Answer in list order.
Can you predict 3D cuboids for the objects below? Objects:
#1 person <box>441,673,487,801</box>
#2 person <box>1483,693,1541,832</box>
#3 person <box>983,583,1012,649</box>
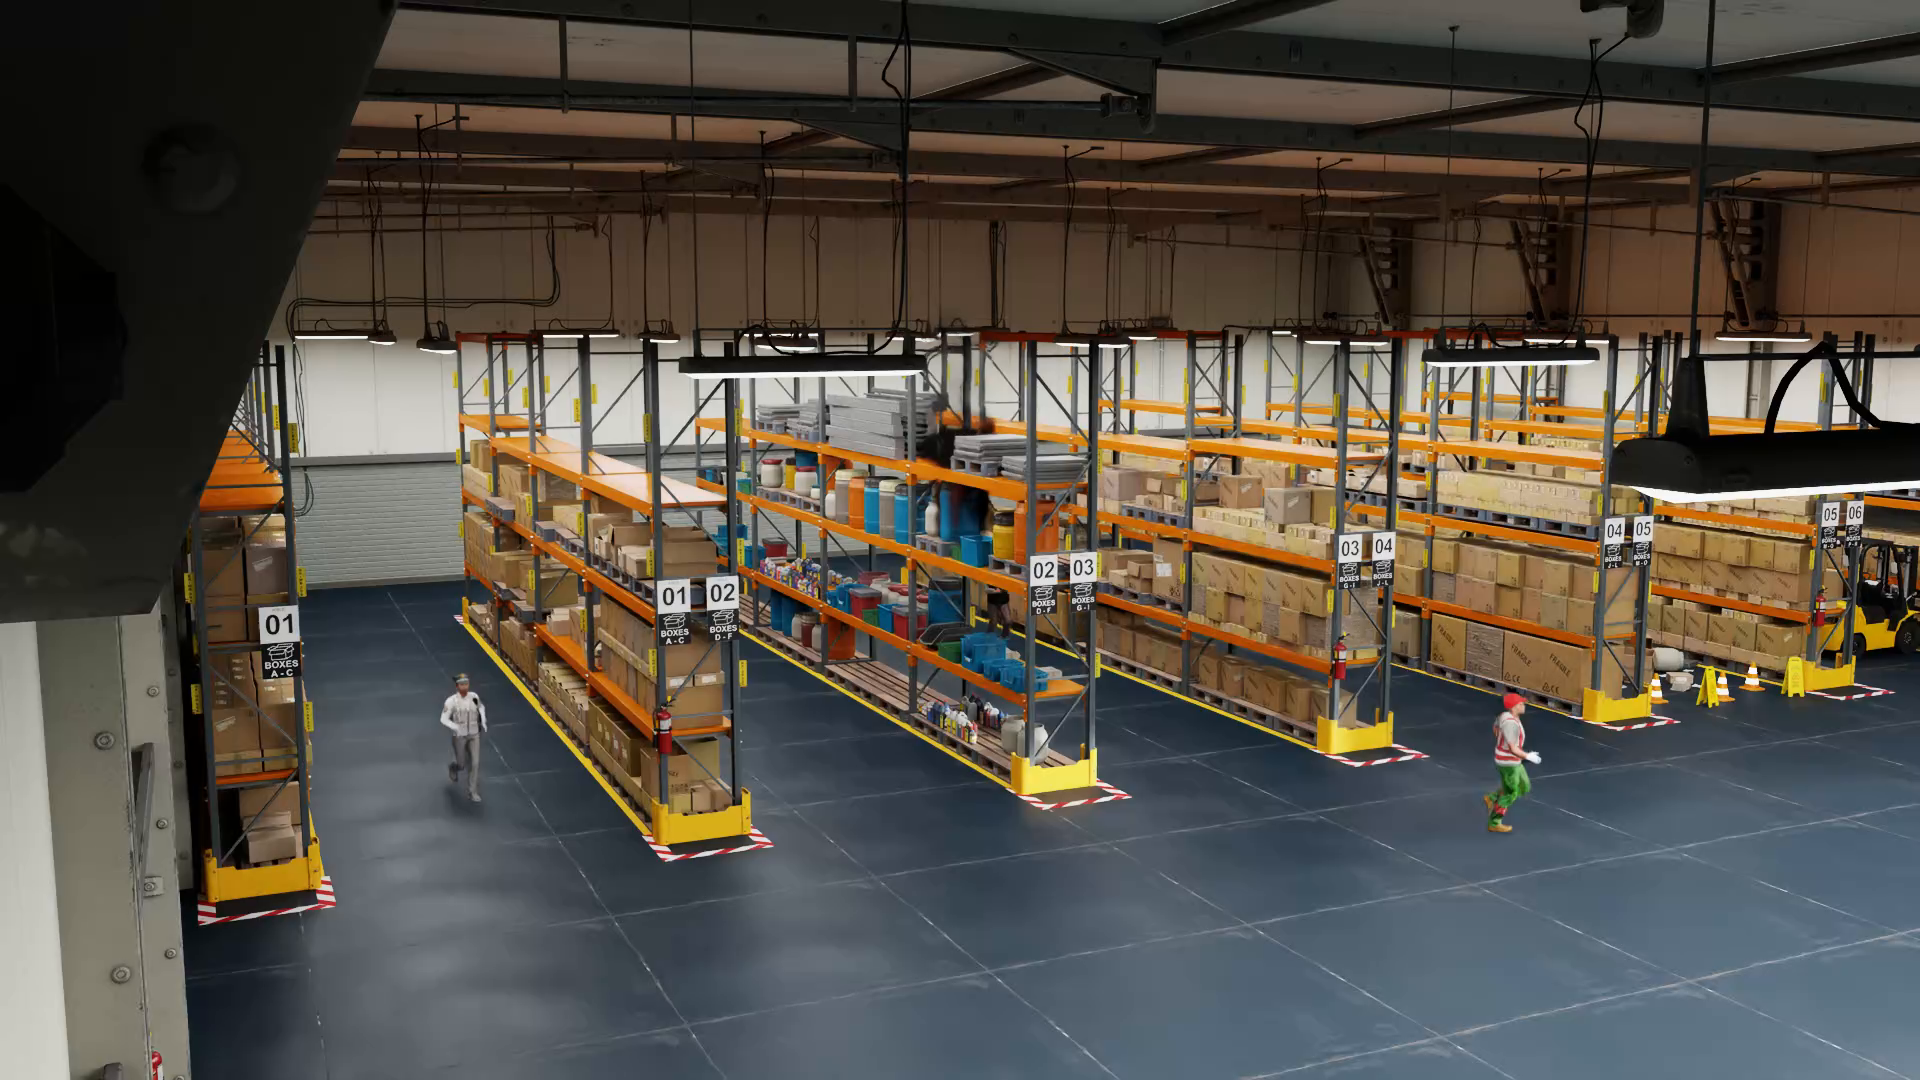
[{"bbox_3d":[-6.512,2.564,21.943,0.632,1.661,0.861,-5,9,-35],"label":"person"},{"bbox_3d":[6.786,2.726,20.432,0.656,1.742,0.699,2,8,15],"label":"person"},{"bbox_3d":[0.715,1.248,31.508,0.638,1.784,0.777,-3,8,-22],"label":"person"}]
